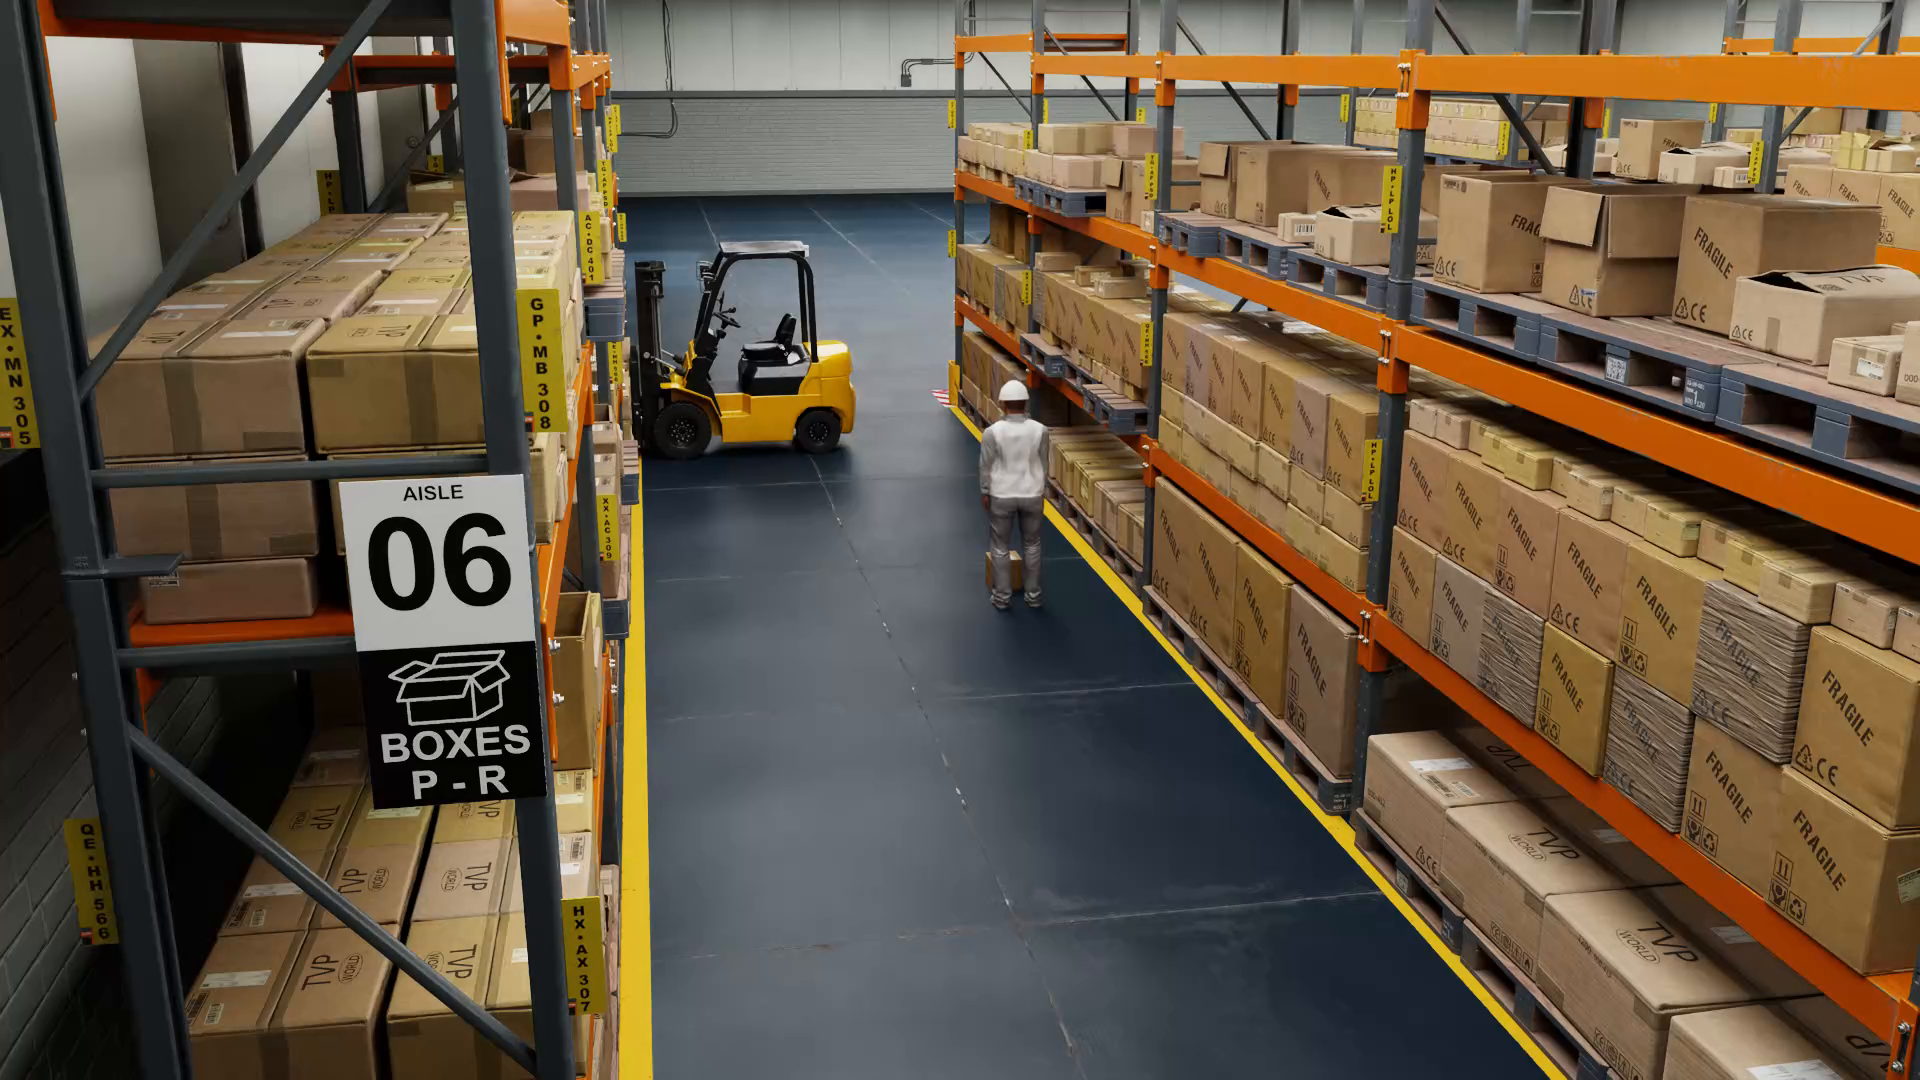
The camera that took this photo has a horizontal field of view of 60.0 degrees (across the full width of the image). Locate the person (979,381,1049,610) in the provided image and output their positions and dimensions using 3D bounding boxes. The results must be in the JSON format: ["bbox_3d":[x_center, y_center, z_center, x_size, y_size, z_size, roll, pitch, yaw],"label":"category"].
[{"bbox_3d":[0.408,-0.342,12.688,0.535,1.763,0.363,-2,16,-7],"label":"person"}]
